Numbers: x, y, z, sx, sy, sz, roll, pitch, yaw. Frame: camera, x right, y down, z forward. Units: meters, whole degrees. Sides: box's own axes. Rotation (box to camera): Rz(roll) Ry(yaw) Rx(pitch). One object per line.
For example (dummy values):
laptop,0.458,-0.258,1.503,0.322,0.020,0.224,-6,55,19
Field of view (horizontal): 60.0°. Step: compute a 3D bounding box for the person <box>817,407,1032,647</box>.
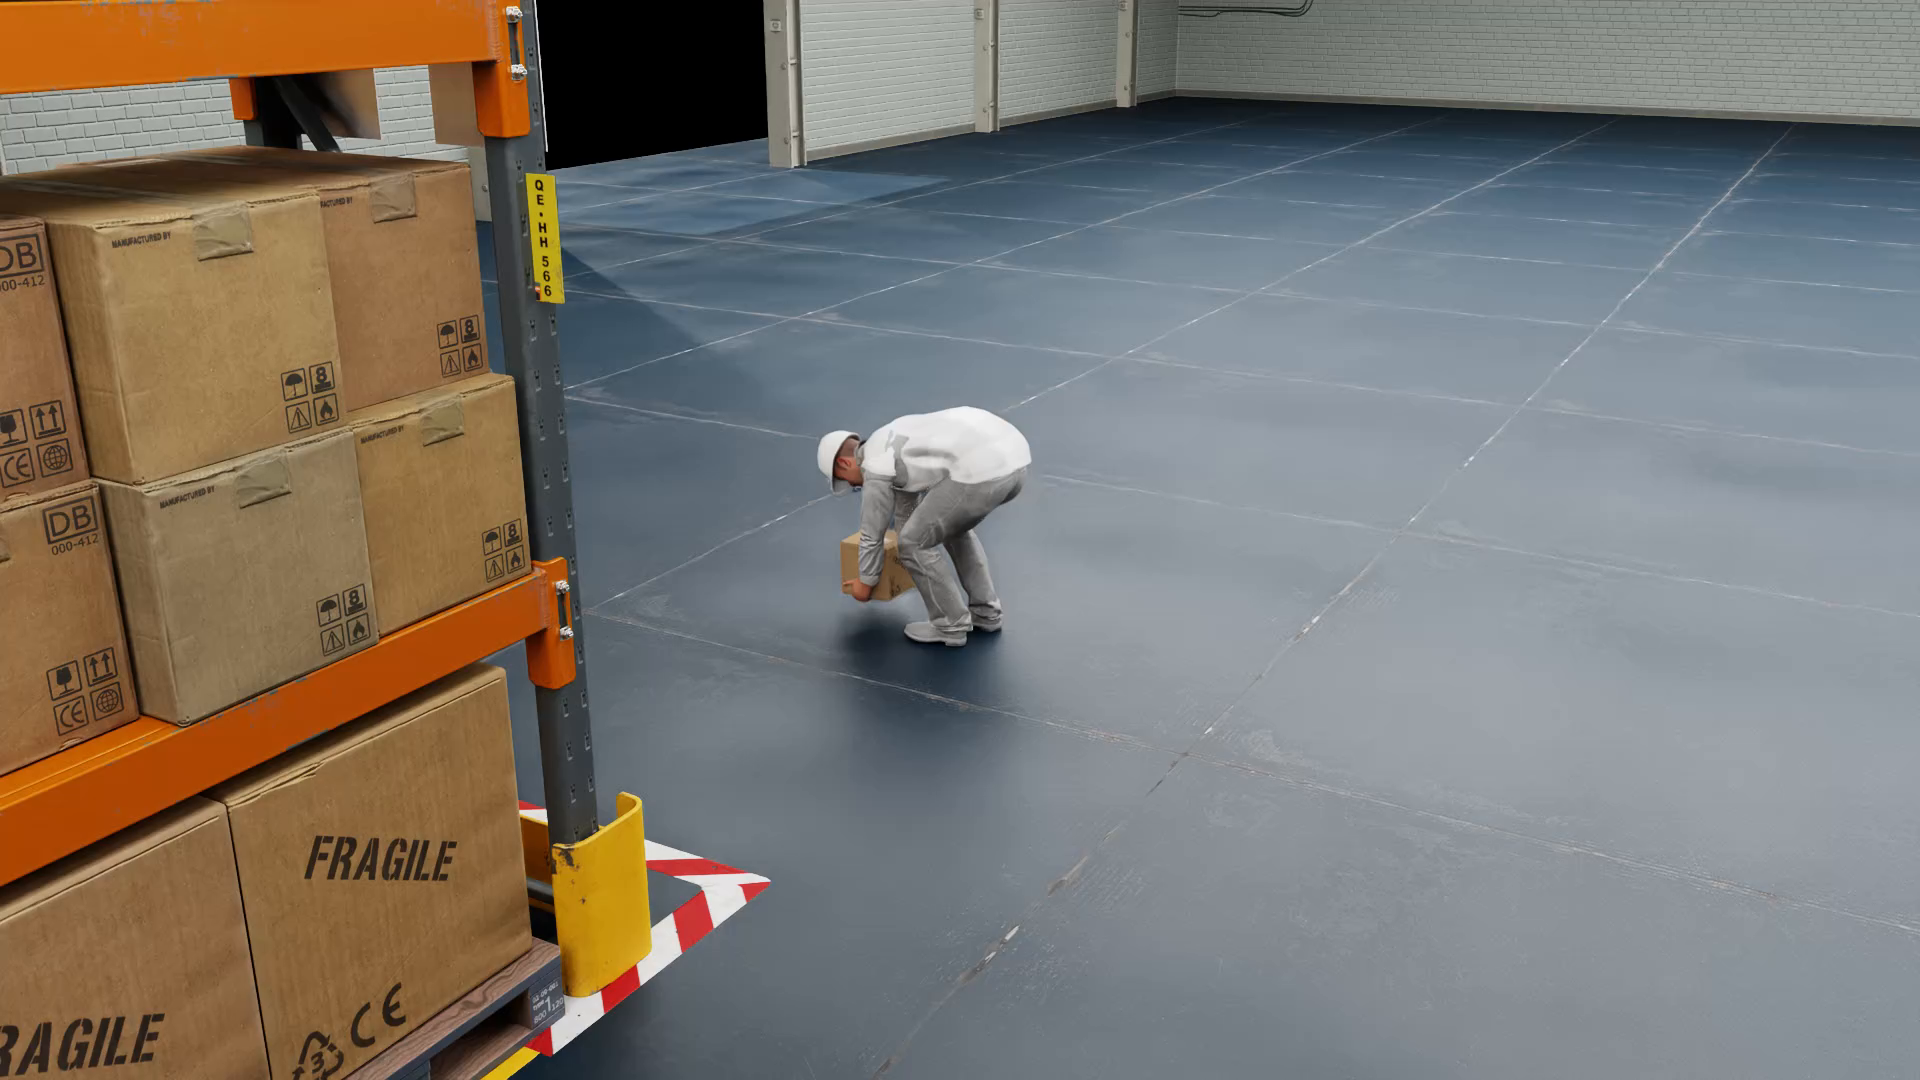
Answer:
person,-0.185,-0.098,7.414,1.004,1.042,0.483,9,21,25
